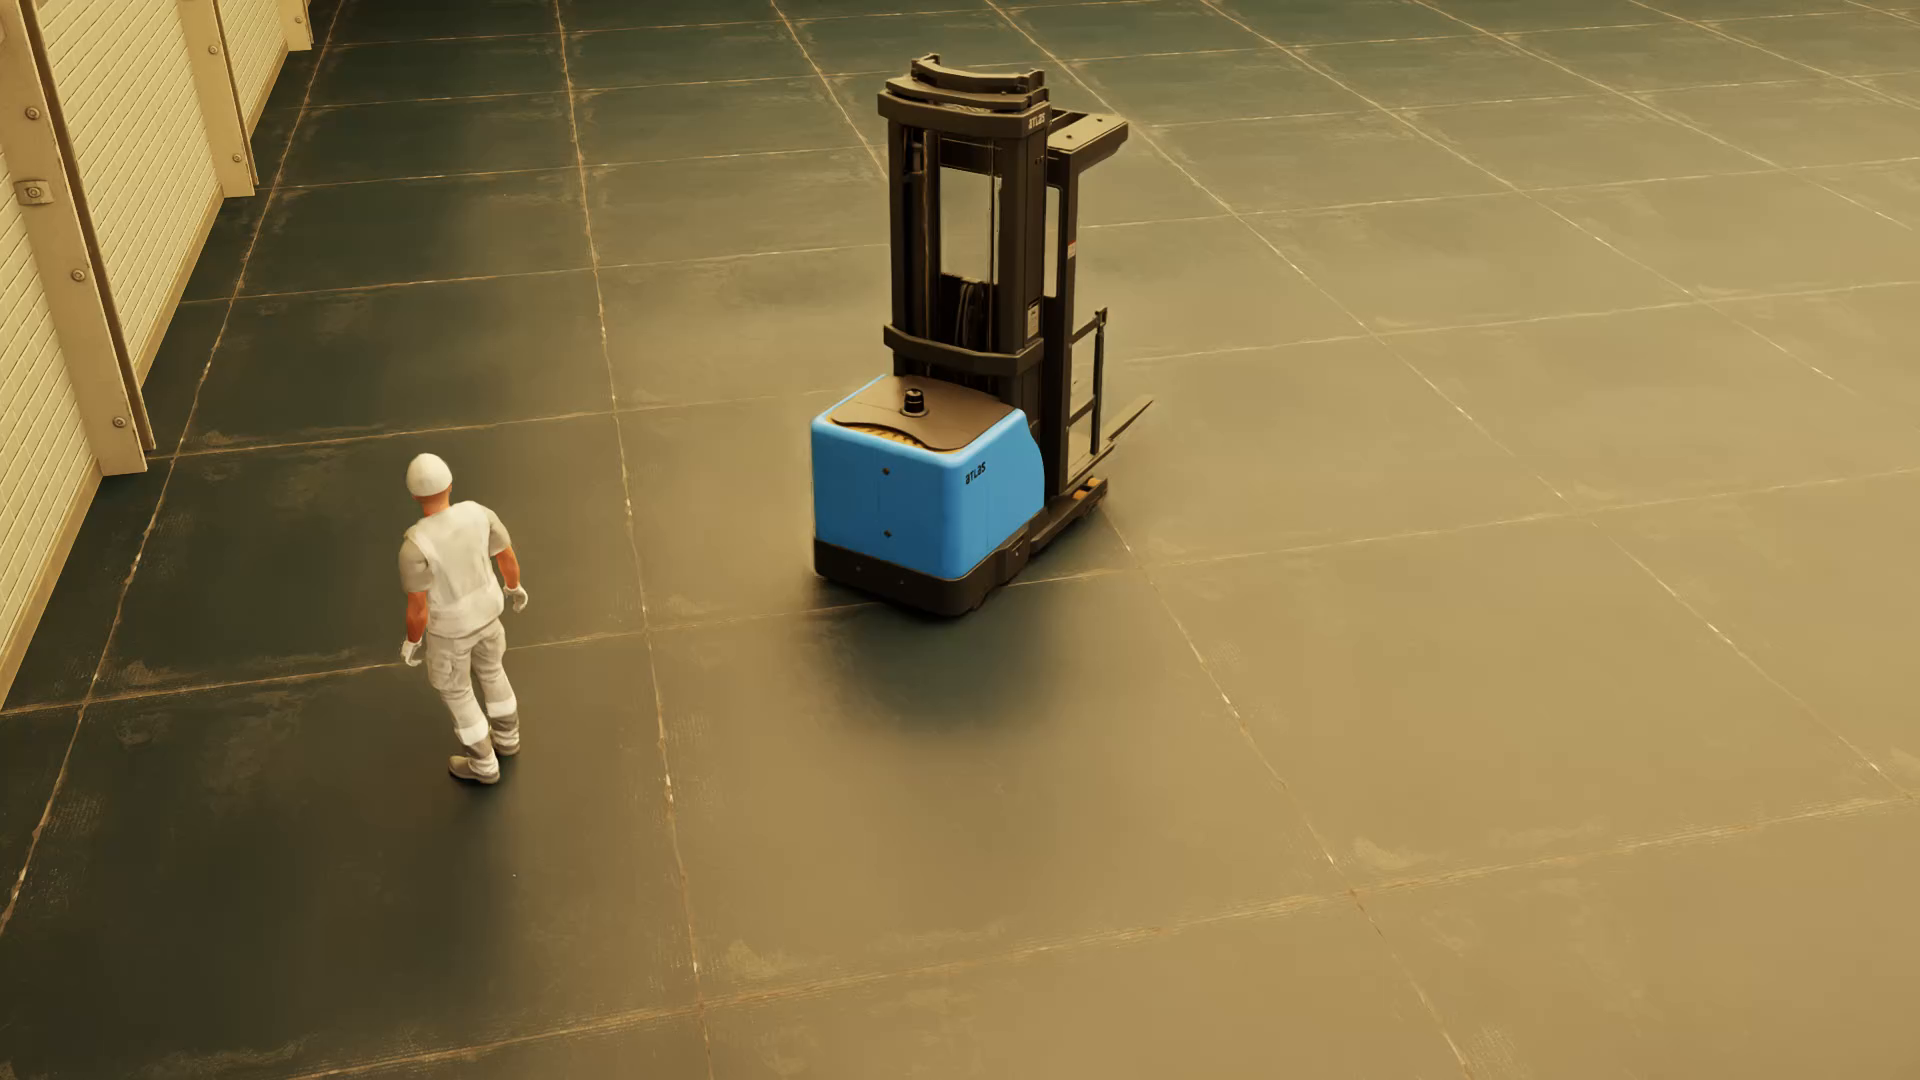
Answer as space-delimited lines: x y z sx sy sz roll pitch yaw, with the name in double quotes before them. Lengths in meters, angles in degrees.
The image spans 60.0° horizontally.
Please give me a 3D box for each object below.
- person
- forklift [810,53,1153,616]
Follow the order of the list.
"person" -2.447 0.367 8.087 0.426 1.788 0.705 21 36 31
"forklift" 0.310 -1.533 10.222 1.130 2.935 3.031 17 34 26
